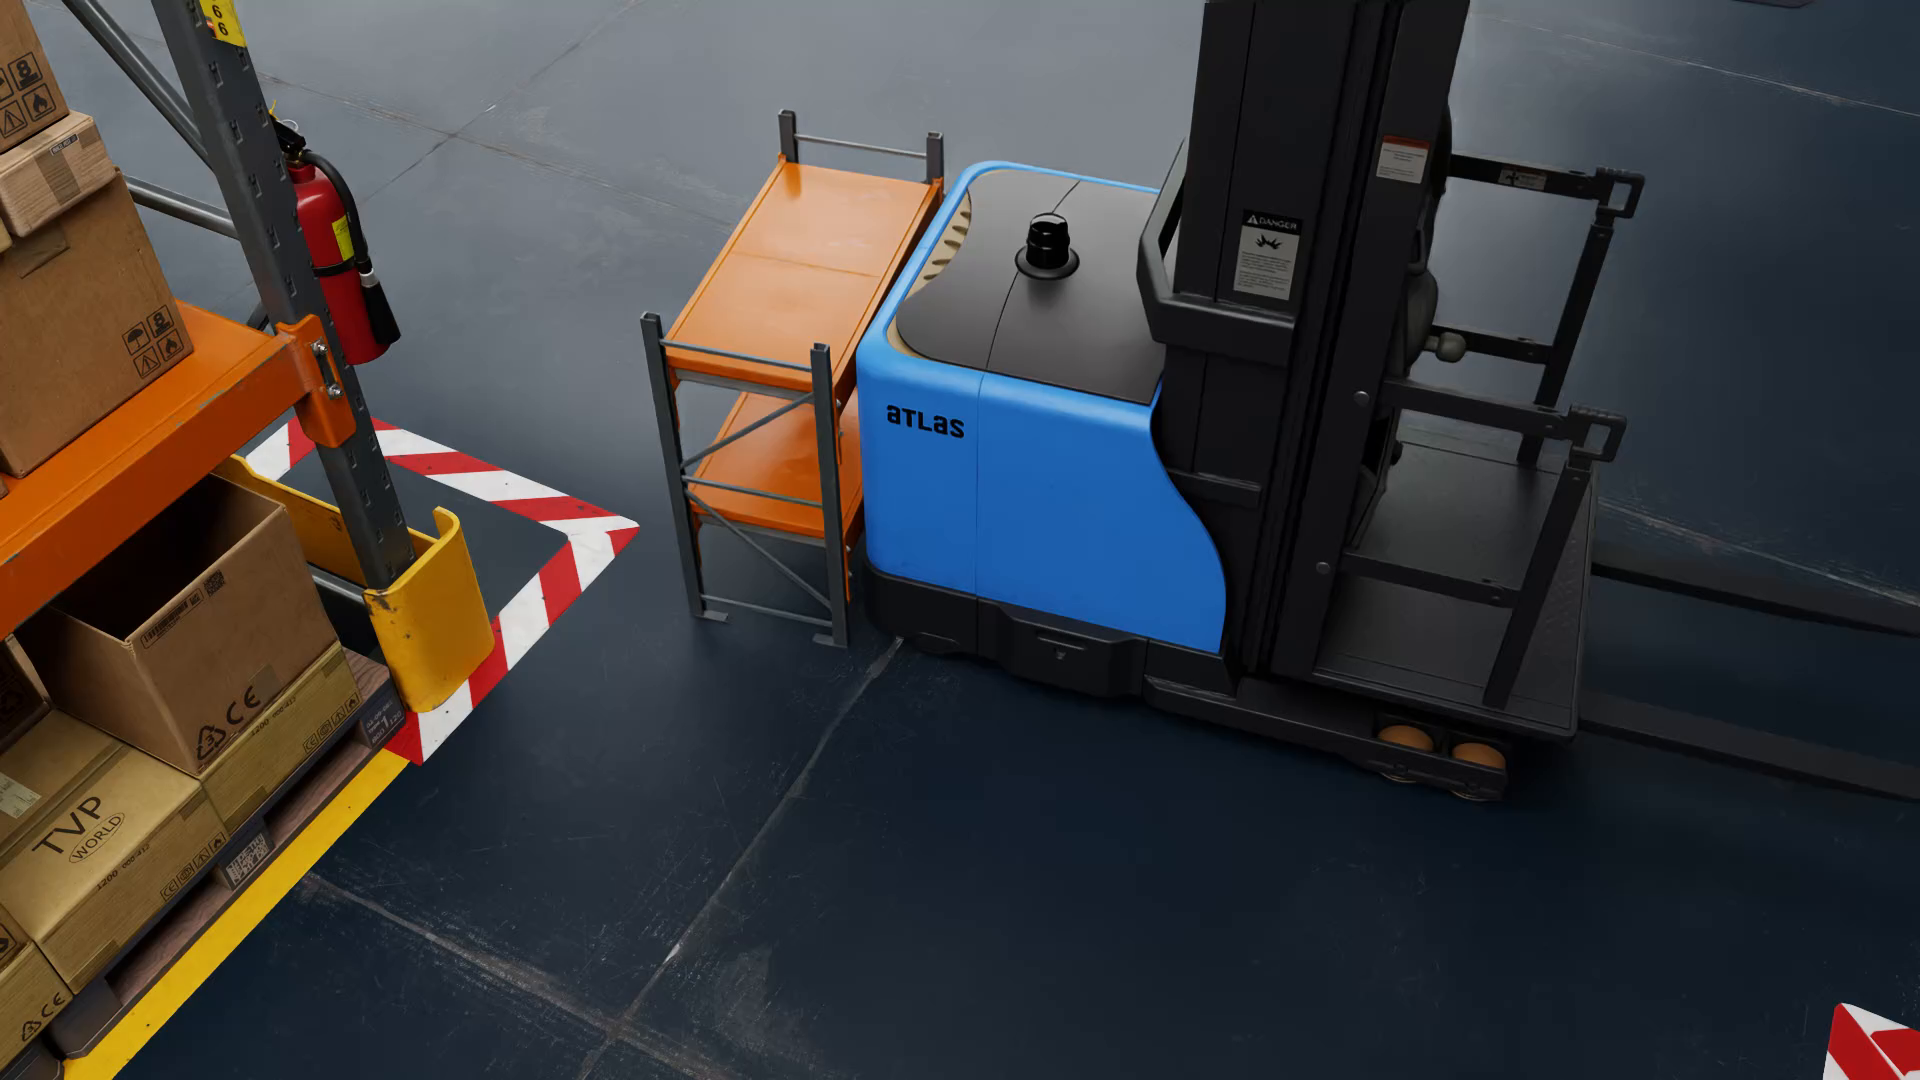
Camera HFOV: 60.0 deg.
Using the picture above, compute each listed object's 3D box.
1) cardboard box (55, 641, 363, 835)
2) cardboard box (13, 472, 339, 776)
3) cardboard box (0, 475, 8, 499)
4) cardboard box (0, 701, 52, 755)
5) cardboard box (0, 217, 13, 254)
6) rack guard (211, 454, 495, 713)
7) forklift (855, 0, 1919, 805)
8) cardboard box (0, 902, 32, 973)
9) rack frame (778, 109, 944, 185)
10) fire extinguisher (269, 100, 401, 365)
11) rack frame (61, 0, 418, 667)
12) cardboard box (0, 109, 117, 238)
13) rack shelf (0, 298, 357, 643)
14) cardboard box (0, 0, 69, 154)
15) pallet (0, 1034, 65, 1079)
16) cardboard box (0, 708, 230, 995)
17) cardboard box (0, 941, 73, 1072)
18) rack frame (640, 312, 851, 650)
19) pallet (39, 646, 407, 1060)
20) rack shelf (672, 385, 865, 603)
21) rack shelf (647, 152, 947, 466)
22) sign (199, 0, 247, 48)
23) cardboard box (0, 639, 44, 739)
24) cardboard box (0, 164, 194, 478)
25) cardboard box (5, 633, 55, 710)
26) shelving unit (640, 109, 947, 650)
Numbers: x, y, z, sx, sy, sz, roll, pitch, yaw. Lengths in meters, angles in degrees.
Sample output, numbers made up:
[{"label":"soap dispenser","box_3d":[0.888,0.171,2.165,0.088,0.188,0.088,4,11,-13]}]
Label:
[{"label":"cardboard box","box_3d":[-1.954,0.426,4.358,0.500,0.250,0.500,20,49,19]},{"label":"cardboard box","box_3d":[-1.952,0.163,4.091,0.500,0.500,0.500,20,49,19]},{"label":"cardboard box","box_3d":[-2.435,-0.241,3.309,0.700,0.500,0.500,22,49,20]},{"label":"cardboard box","box_3d":[-2.642,0.571,4.215,0.500,0.250,0.500,20,49,19]},{"label":"cardboard box","box_3d":[-2.096,-0.623,3.230,0.380,0.149,0.250,22,49,20]},{"label":"rack guard","box_3d":[-1.956,0.035,4.864,1.175,0.500,0.348,20,49,19]},{"label":"forklift","box_3d":[1.292,-0.746,3.926,3.031,2.935,1.130,13,47,13]},{"label":"cardboard box","box_3d":[-2.404,0.798,3.463,0.500,0.500,0.500,20,49,19]},{"label":"rack frame","box_3d":[-0.293,-0.826,5.275,0.500,1.125,0.032,11,46,11]},{"label":"fire extinguisher","box_3d":[-1.501,-0.723,3.910,0.296,0.674,0.183,20,49,19]},{"label":"rack frame","box_3d":[-1.967,-0.829,3.960,1.000,3.000,0.127,20,49,19]},{"label":"cardboard box","box_3d":[-1.976,-0.788,3.394,0.380,0.149,0.250,20,49,18]},{"label":"rack shelf","box_3d":[-2.895,0.684,2.971,1.077,0.370,4.000,20,49,19]},{"label":"cardboard box","box_3d":[-2.220,-0.997,3.144,0.700,0.500,0.500,21,49,19]},{"label":"pallet","box_3d":[-2.852,1.413,3.705,1.003,0.211,1.213,20,49,19]},{"label":"cardboard box","box_3d":[-2.176,0.745,4.043,0.500,0.250,0.500,20,49,19]},{"label":"cardboard box","box_3d":[-2.406,1.060,3.731,0.500,0.250,0.500,20,49,19]},{"label":"rack frame","box_3d":[-0.570,-0.130,4.587,0.500,1.125,0.032,11,46,11]},{"label":"pallet","box_3d":[-2.285,0.647,4.462,1.003,0.211,1.213,20,49,19]},{"label":"rack shelf","box_3d":[-0.431,-0.306,5.105,0.538,0.278,1.000,11,46,11]},{"label":"rack shelf","box_3d":[-0.431,-0.683,4.723,0.538,0.278,1.000,11,46,11]},{"label":"sign","box_3d":[-1.493,-1.131,3.278,0.100,0.325,0.005,20,49,19]},{"label":"cardboard box","box_3d":[-2.643,0.307,3.949,0.500,0.500,0.500,20,49,19]},{"label":"cardboard box","box_3d":[-2.195,-0.574,3.638,0.700,0.500,0.500,20,49,19]},{"label":"cardboard box","box_3d":[-2.413,0.255,4.527,0.500,0.250,0.500,20,49,19]},{"label":"shelving unit","box_3d":[-0.431,-0.478,4.931,0.538,1.125,1.048,11,46,11]}]
